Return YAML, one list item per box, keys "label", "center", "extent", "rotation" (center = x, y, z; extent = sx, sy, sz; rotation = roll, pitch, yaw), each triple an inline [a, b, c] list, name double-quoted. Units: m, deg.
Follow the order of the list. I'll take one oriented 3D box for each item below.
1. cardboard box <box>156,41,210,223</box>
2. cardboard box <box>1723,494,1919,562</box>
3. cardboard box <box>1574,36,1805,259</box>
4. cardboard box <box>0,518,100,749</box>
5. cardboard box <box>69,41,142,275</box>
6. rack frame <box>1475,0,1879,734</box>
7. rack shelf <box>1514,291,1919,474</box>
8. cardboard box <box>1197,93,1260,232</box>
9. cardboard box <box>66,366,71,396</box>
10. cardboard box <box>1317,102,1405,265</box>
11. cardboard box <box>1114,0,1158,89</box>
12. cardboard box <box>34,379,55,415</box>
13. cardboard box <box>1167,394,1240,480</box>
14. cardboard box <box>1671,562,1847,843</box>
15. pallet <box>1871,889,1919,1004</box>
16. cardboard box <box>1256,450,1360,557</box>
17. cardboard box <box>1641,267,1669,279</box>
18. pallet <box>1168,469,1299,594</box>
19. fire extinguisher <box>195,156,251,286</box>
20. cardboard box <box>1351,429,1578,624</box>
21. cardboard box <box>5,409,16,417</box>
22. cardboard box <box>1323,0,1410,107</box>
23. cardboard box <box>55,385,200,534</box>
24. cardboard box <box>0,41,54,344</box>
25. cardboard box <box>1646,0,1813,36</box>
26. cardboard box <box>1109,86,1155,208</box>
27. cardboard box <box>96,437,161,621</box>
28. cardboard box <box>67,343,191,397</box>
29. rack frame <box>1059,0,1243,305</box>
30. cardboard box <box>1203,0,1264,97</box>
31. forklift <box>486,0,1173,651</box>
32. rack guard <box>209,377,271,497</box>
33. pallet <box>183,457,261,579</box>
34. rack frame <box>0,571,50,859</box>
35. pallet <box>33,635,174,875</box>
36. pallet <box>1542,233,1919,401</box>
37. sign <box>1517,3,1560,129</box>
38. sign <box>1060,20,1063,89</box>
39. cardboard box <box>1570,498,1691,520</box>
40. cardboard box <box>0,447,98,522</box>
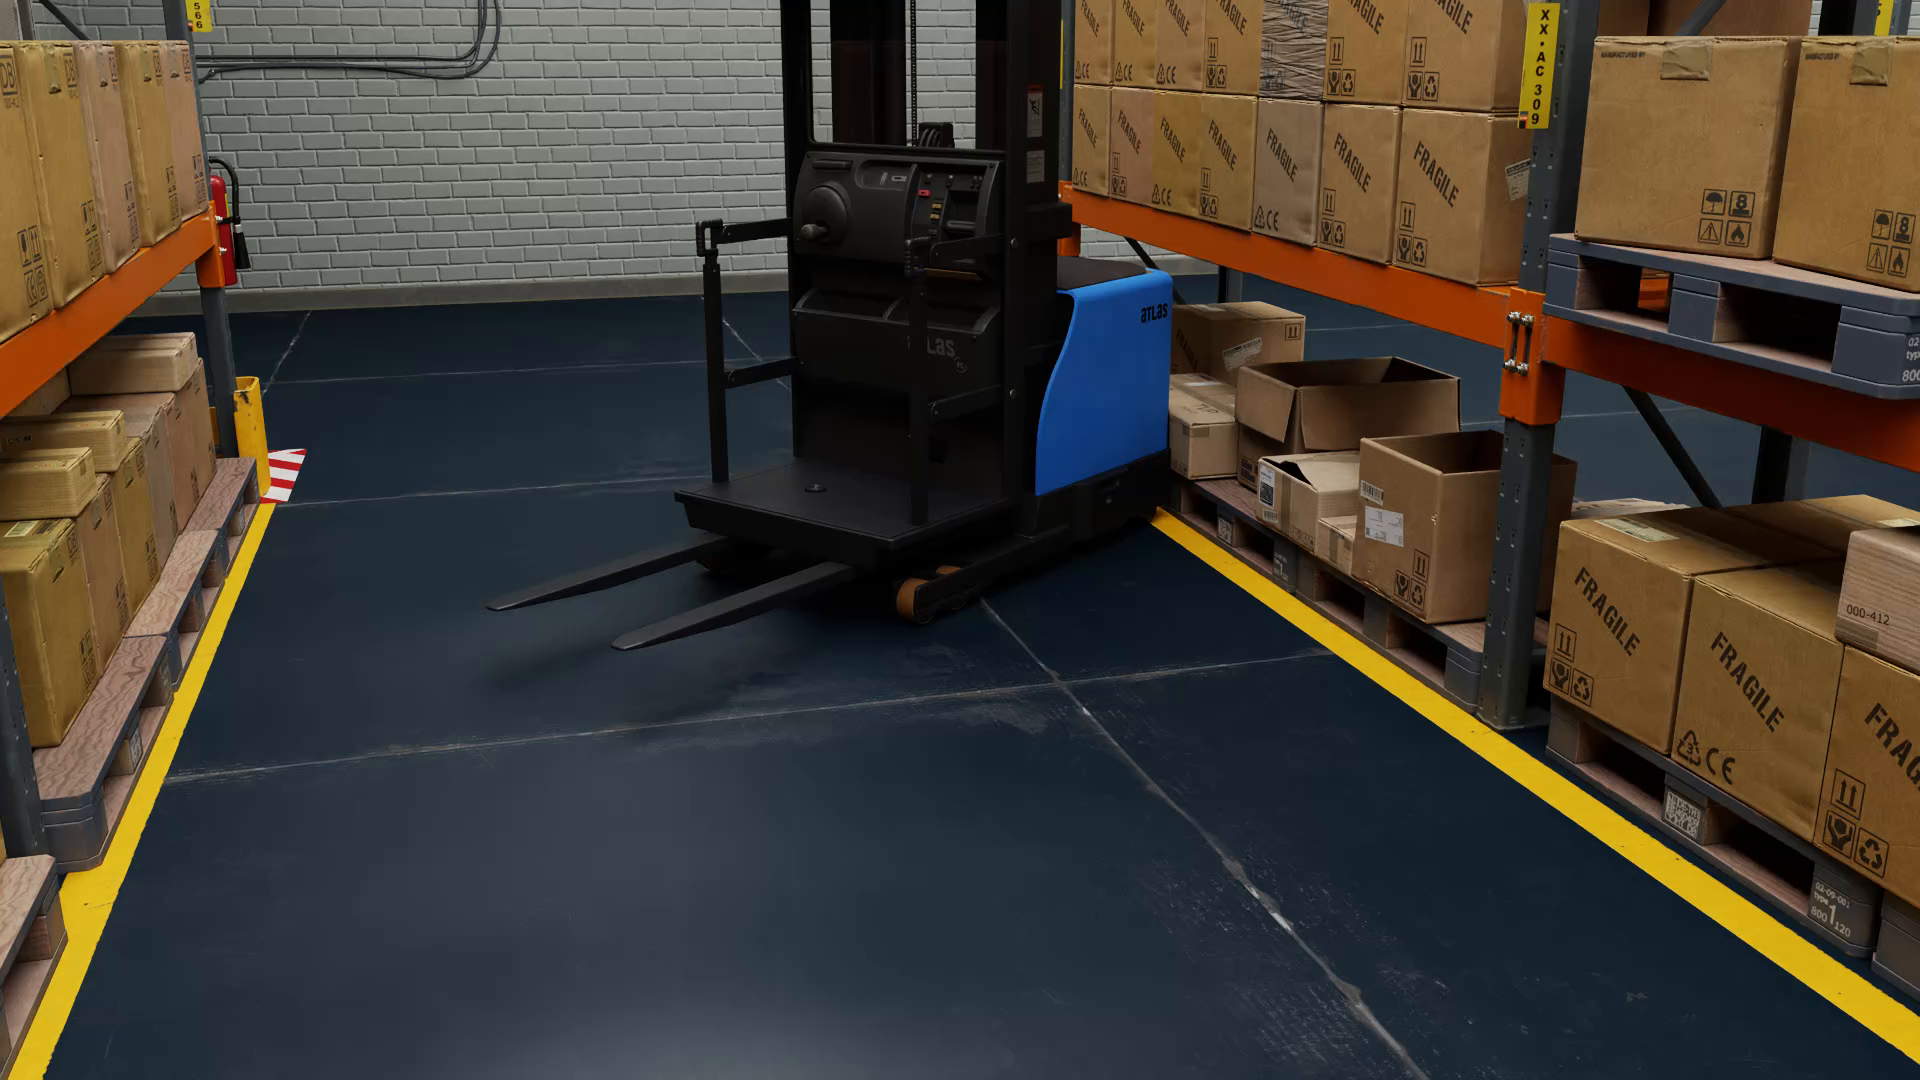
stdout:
- label: "cardboard box"
  center: [-3.626, -1.626, 6.629]
  extent: [0.980, 0.700, 0.700]
  rotation: [-4, 17, -13]
- label: "cardboard box"
  center: [2.496, 0.192, 4.681]
  extent: [0.500, 0.500, 0.500]
  rotation: [-5, 17, -16]
- label: "cardboard box"
  center: [2.000, -1.009, 4.194]
  extent: [0.700, 0.500, 0.500]
  rotation: [-12, 20, -34]
- label: "cardboard box"
  center: [-2.784, 0.265, 4.471]
  extent: [0.700, 0.500, 0.500]
  rotation: [-4, 17, -15]
- label: "cardboard box"
  center: [-3.215, -1.214, 5.258]
  extent: [0.980, 0.700, 0.700]
  rotation: [-6, 18, -18]
- label: "rack frame"
  center: [2.085, -0.909, 4.763]
  extent: [1.000, 3.000, 0.127]
  rotation: [-5, 17, -15]
- label: "rack shelf"
  center: [2.635, -0.011, 3.025]
  extent: [1.077, 0.370, 4.000]
  rotation: [-5, 17, -15]
- label: "cardboard box"
  center: [1.272, -1.500, 6.557]
  extent: [0.500, 0.500, 0.500]
  rotation: [-4, 17, -15]
- label: "cardboard box"
  center: [-3.574, -0.630, 6.323]
  extent: [0.380, 0.149, 0.250]
  rotation: [-5, 17, -15]
- label: "cardboard box"
  center: [1.558, -1.217, 5.616]
  extent: [0.500, 0.500, 0.500]
  rotation: [-4, 17, -14]
- label: "cardboard box"
  center: [1.005, -2.254, 7.331]
  extent: [0.500, 0.500, 0.500]
  rotation: [-5, 17, -15]
- label: "cardboard box"
  center: [-3.435, -0.491, 5.859]
  extent: [0.380, 0.149, 0.250]
  rotation: [-4, 17, -14]
- label: "cardboard box"
  center: [1.137, -0.460, 7.283]
  extent: [0.500, 0.250, 0.500]
  rotation: [-5, 17, -15]
- label: "cardboard box"
  center: [2.141, 0.377, 4.062]
  extent: [0.500, 0.500, 0.500]
  rotation: [-4, 17, -14]
- label: "pallet"
  center: [2.684, 0.987, 3.300]
  extent: [1.003, 0.211, 1.213]
  rotation: [-5, 17, -15]
- label: "cardboard box"
  center: [1.450, -0.174, 6.228]
  extent: [0.500, 0.311, 0.500]
  rotation: [-5, 17, -15]
- label: "cardboard box"
  center: [2.207, -1.119, 5.290]
  extent: [0.500, 0.500, 0.500]
  rotation: [-4, 17, -14]
- label: "pallet"
  center: [1.558, -0.101, 6.923]
  extent: [1.003, 0.211, 1.213]
  rotation: [-5, 17, -15]
- label: "fire extinguisher"
  center: [-3.374, -1.485, 7.465]
  extent: [0.296, 0.674, 0.183]
  rotation: [-5, 17, -15]
- label: "cardboard box"
  center: [1.656, -0.057, 5.510]
  extent: [0.500, 0.500, 0.500]
  rotation: [-5, 17, -15]
- label: "cardboard box"
  center: [-3.295, -0.350, 5.389]
  extent: [0.380, 0.149, 0.250]
  rotation: [-5, 17, -16]
- label: "cardboard box"
  center: [1.554, -1.696, 5.474]
  extent: [0.500, 0.500, 0.500]
  rotation: [-5, 17, -16]
- label: "cardboard box"
  center: [-3.350, -0.302, 6.360]
  extent: [0.700, 0.500, 0.500]
  rotation: [-5, 17, -15]
- label: "cardboard box"
  center: [-2.810, -0.811, 3.917]
  extent: [0.980, 0.700, 0.700]
  rotation: [-4, 17, -14]
- label: "cardboard box"
  center: [2.226, -1.588, 5.113]
  extent: [0.500, 0.500, 0.500]
  rotation: [-4, 17, -14]
- label: "cardboard box"
  center: [1.001, -1.777, 7.481]
  extent: [0.500, 0.500, 0.500]
  rotation: [-5, 17, -16]
- label: "cardboard box"
  center: [-3.058, -0.016, 5.408]
  extent: [0.700, 0.500, 0.500]
  rotation: [-4, 17, -14]
- label: "cardboard box"
  center: [-3.206, -0.660, 6.422]
  extent: [0.380, 0.149, 0.250]
  rotation: [-4, 17, -14]
- label: "rack frame"
  center: [0.986, -2.015, 8.447]
  extent: [1.000, 3.000, 0.127]
  rotation: [-5, 17, -15]
- label: "cardboard box"
  center: [1.278, -1.975, 6.402]
  extent: [0.500, 0.500, 0.500]
  rotation: [-5, 17, -16]
- label: "forklift"
  center: [-0.377, -1.261, 6.056]
  extent: [1.130, 2.935, 3.031]
  rotation: [12, 21, 35]
- label: "rack guard"
  center: [-3.783, -0.432, 7.521]
  extent: [1.175, 0.500, 0.348]
  rotation: [-5, 17, -15]
- label: "pallet"
  center: [-3.481, -0.072, 6.825]
  extent: [1.003, 0.211, 1.213]
  rotation: [-5, 17, -15]
- label: "rack frame"
  center: [-2.677, -0.516, 3.456]
  extent: [1.000, 3.000, 0.127]
  rotation: [-5, 17, -15]
- label: "pallet"
  center: [-2.811, 0.603, 4.578]
  extent: [1.003, 0.211, 1.213]
  rotation: [-5, 17, -15]
- label: "pallet"
  center: [2.200, -0.587, 4.026]
  extent: [1.003, 0.211, 1.213]
  rotation: [-5, 17, -15]
- label: "sign"
  center: [1.565, -1.278, 4.489]
  extent: [0.100, 0.325, 0.005]
  rotation: [-5, 17, -15]
- label: "sign"
  center: [0.464, -2.387, 8.179]
  extent: [0.100, 0.325, 0.005]
  rotation: [-5, 17, -15]
- label: "cardboard box"
  center: [2.178, 0.035, 5.530]
  extent: [0.500, 0.311, 0.500]
  rotation: [-5, 17, -15]
- label: "cardboard box"
  center: [-2.703, -0.155, 4.741]
  extent: [0.380, 0.149, 0.250]
  rotation: [-4, 17, -13]
